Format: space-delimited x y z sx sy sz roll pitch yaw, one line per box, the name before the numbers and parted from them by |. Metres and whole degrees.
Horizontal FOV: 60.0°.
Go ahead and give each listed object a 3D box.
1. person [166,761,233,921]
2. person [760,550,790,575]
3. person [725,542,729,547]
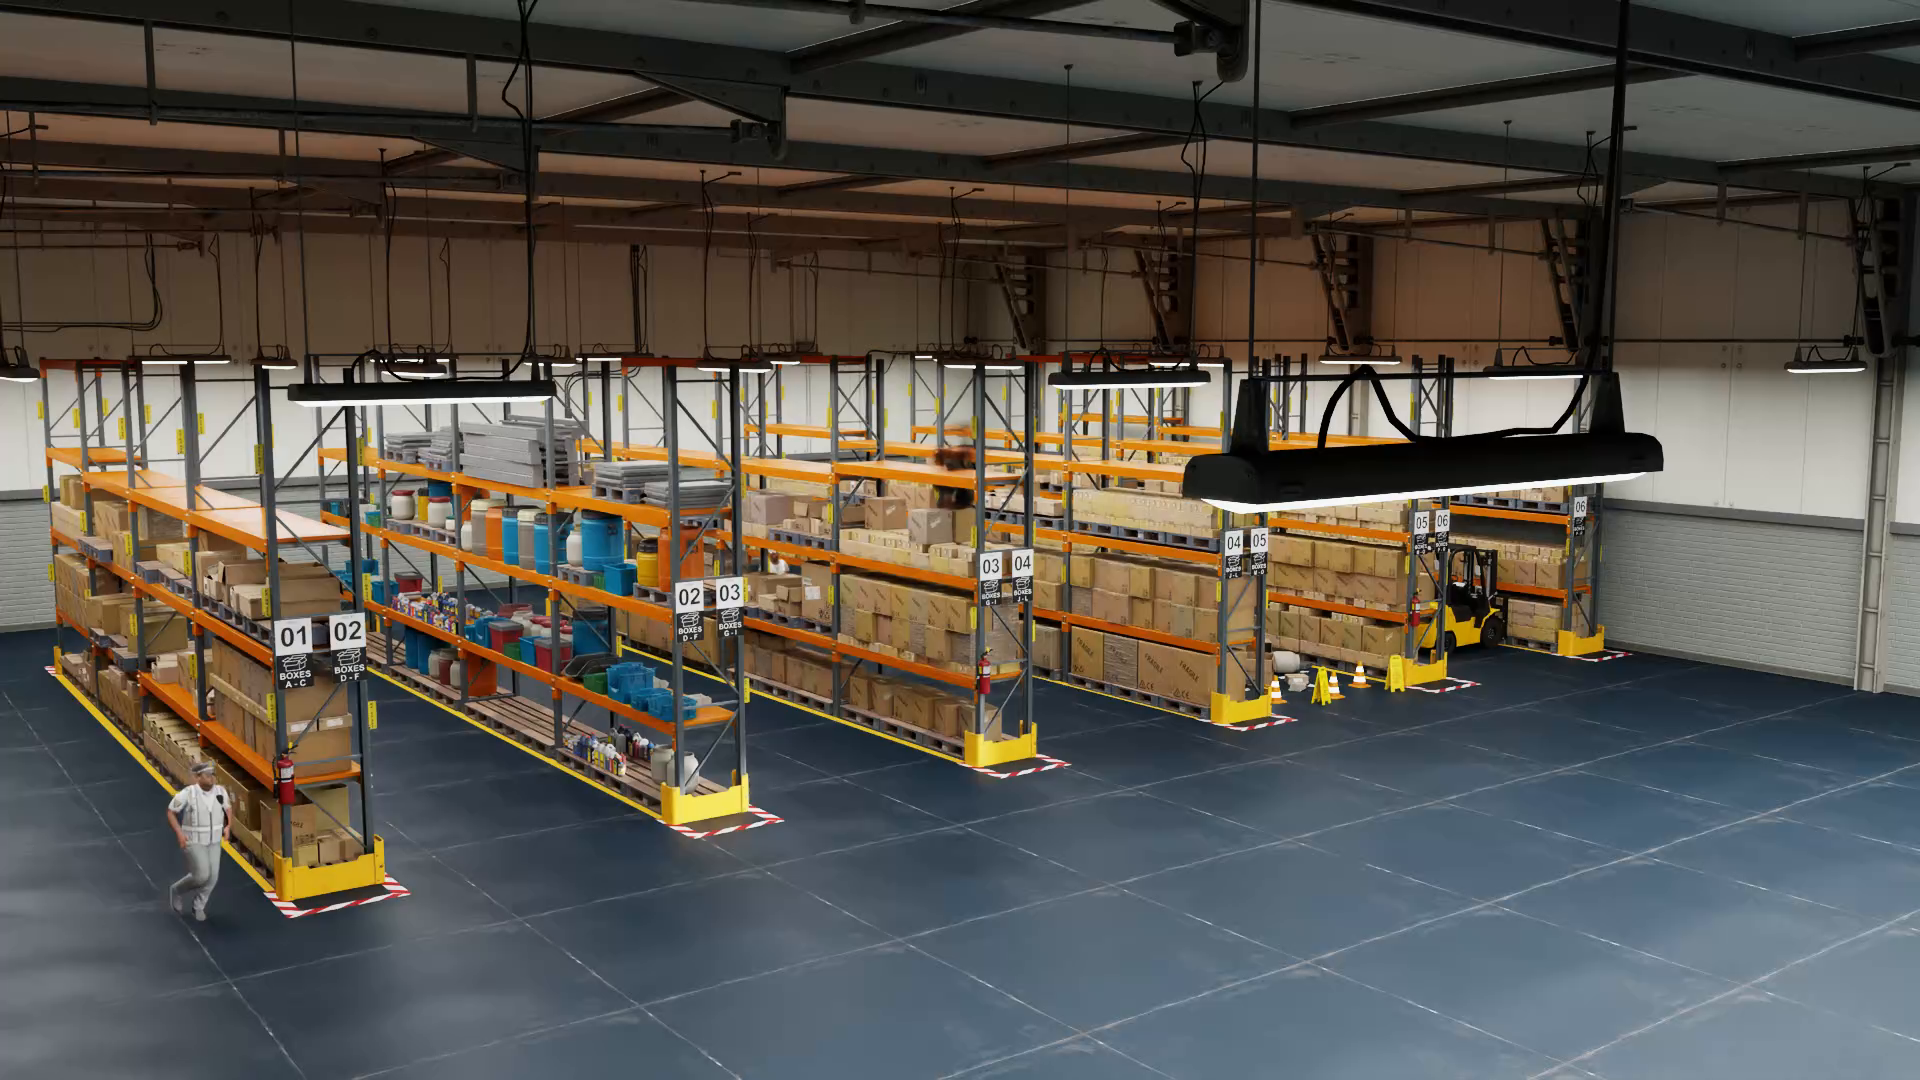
person | -8.325 3.310 18.338 0.579 1.776 0.670 5 8 34
person | -4.087 1.049 36.689 0.671 1.778 0.808 -3 8 -27
person | -5.432 0.872 38.501 0.588 1.671 0.630 -4 8 -32
